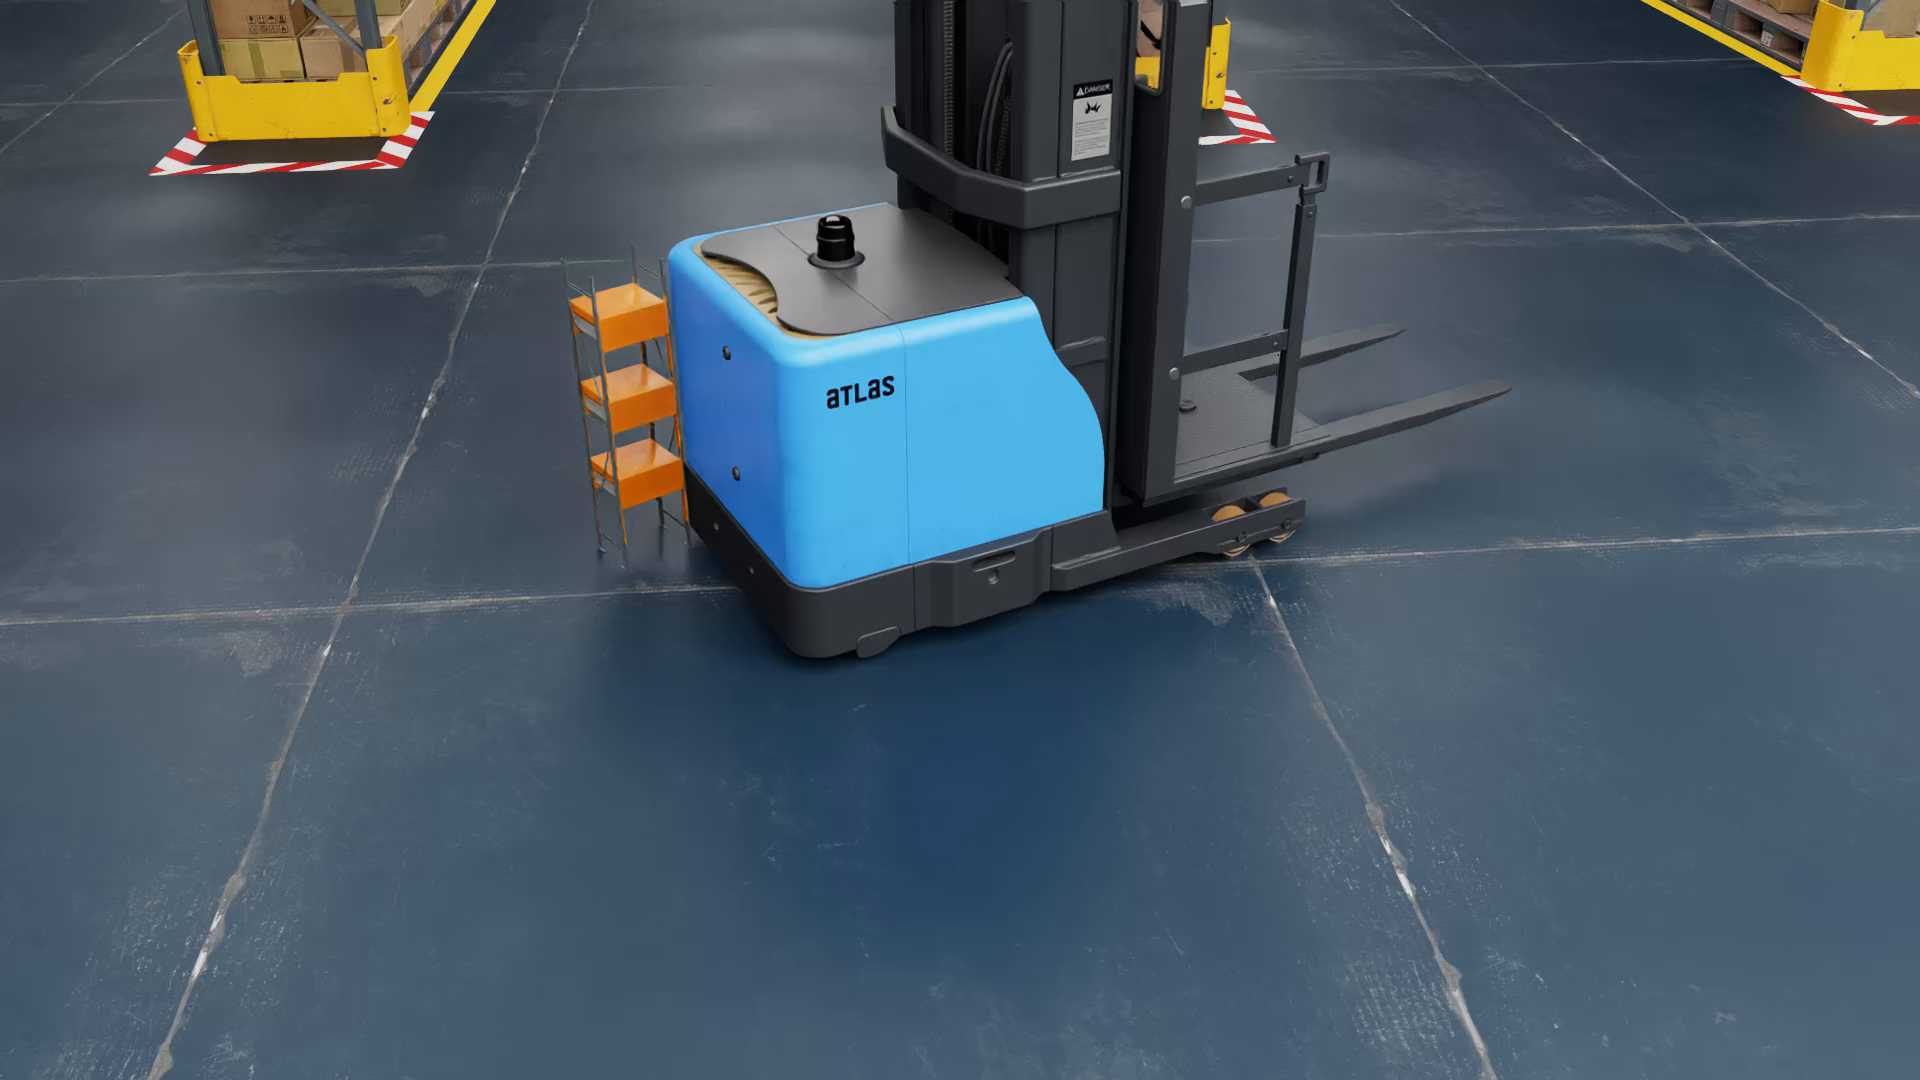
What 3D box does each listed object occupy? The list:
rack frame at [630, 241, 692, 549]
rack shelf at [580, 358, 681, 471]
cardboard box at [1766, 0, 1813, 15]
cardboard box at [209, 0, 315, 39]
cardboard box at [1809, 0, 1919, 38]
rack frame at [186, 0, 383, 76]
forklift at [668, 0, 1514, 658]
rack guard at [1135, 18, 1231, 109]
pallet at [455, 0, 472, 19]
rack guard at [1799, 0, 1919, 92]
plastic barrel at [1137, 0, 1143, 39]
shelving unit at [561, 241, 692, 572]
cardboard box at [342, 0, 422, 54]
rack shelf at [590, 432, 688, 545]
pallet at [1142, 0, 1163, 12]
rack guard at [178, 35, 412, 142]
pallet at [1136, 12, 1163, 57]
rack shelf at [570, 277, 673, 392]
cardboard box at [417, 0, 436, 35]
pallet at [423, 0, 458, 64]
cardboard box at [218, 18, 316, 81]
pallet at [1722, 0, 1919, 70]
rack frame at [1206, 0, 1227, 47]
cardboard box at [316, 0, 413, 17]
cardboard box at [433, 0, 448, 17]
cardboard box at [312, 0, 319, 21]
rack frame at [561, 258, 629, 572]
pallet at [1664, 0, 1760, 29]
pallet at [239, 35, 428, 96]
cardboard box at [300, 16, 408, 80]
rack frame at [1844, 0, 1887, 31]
[{"bbox_3d":[-0.985,-0.462,5.499,0.008,1.050,0.200,-23,38,-33],"label":"rack frame"},{"bbox_3d":[-1.080,-0.414,5.439,0.240,0.259,0.215,-23,38,-33],"label":"rack shelf"},{"bbox_3d":[5.883,-3.917,11.410,0.500,0.500,0.500,5,31,8],"label":"cardboard box"},{"bbox_3d":[-4.196,-3.295,9.882,0.500,0.500,0.500,-3,31,-5],"label":"cardboard box"},{"bbox_3d":[5.972,-3.613,10.902,0.500,0.500,0.500,3,31,5],"label":"cardboard box"},{"bbox_3d":[-3.849,-3.714,9.042,1.000,3.000,0.127,-3,31,-5],"label":"rack frame"},{"bbox_3d":[0.607,-1.428,5.282,3.031,2.935,1.130,-16,34,-24],"label":"forklift"},{"bbox_3d":[1.029,-2.912,10.138,1.175,0.500,0.348,-3,31,-5],"label":"rack guard"},{"bbox_3d":[-4.190,-4.151,12.493,1.003,0.211,1.213,-3,31,-5],"label":"pallet"},{"bbox_3d":[6.007,-3.152,10.540,1.175,0.500,0.348,-3,31,-5],"label":"rack guard"},{"bbox_3d":[0.945,-3.394,10.523,0.421,0.512,0.421,0,31,0],"label":"plastic barrel"},{"bbox_3d":[-1.080,-0.423,5.433,0.252,1.050,0.215,-23,38,-33],"label":"shelving unit"},{"bbox_3d":[-3.728,-3.253,10.543,0.500,0.250,0.500,-3,31,-5],"label":"cardboard box"},{"bbox_3d":[-1.080,-0.175,5.581,0.240,0.259,0.215,-23,38,-33],"label":"rack shelf"},{"bbox_3d":[0.848,-3.825,11.948,1.003,0.211,1.213,-3,31,-5],"label":"pallet"},{"bbox_3d":[-3.847,-2.628,9.663,1.175,0.500,0.348,-3,31,-5],"label":"rack guard"},{"bbox_3d":[0.958,-3.203,10.907,1.003,0.211,1.213,-3,31,-5],"label":"pallet"},{"bbox_3d":[-1.080,-0.657,5.293,0.240,0.259,0.215,-23,38,-33],"label":"rack shelf"},{"bbox_3d":[-3.774,-3.508,10.970,0.500,0.250,0.500,-3,31,-5],"label":"cardboard box"},{"bbox_3d":[-4.073,-3.526,11.448,1.003,0.211,1.213,-3,31,-5],"label":"pallet"},{"bbox_3d":[-4.193,-2.973,10.074,0.500,0.250,0.500,-3,31,-5],"label":"cardboard box"},{"bbox_3d":[5.966,-3.444,11.311,1.003,0.211,1.213,-3,31,-5],"label":"pallet"},{"bbox_3d":[1.083,-3.949,9.436,1.000,3.000,0.127,-3,31,-5],"label":"rack frame"},{"bbox_3d":[-3.726,-3.575,10.351,0.500,0.500,0.500,-3,31,-5],"label":"cardboard box"},{"bbox_3d":[-3.816,-3.764,11.398,0.500,0.250,0.500,-3,31,-5],"label":"cardboard box"},{"bbox_3d":[-4.252,-3.228,10.501,0.500,0.250,0.500,-3,31,-5],"label":"cardboard box"},{"bbox_3d":[-1.175,-0.383,5.368,0.008,1.050,0.200,-23,38,-33],"label":"rack frame"},{"bbox_3d":[5.856,-4.066,12.351,1.003,0.211,1.213,-3,31,-5],"label":"pallet"},{"bbox_3d":[-3.962,-2.905,10.408,1.003,0.211,1.213,-3,31,-5],"label":"pallet"},{"bbox_3d":[-3.678,-2.998,10.116,0.500,0.250,0.500,-3,31,-5],"label":"cardboard box"},{"bbox_3d":[6.014,-4.186,9.834,1.000,3.000,0.127,-3,31,-5],"label":"rack frame"}]
